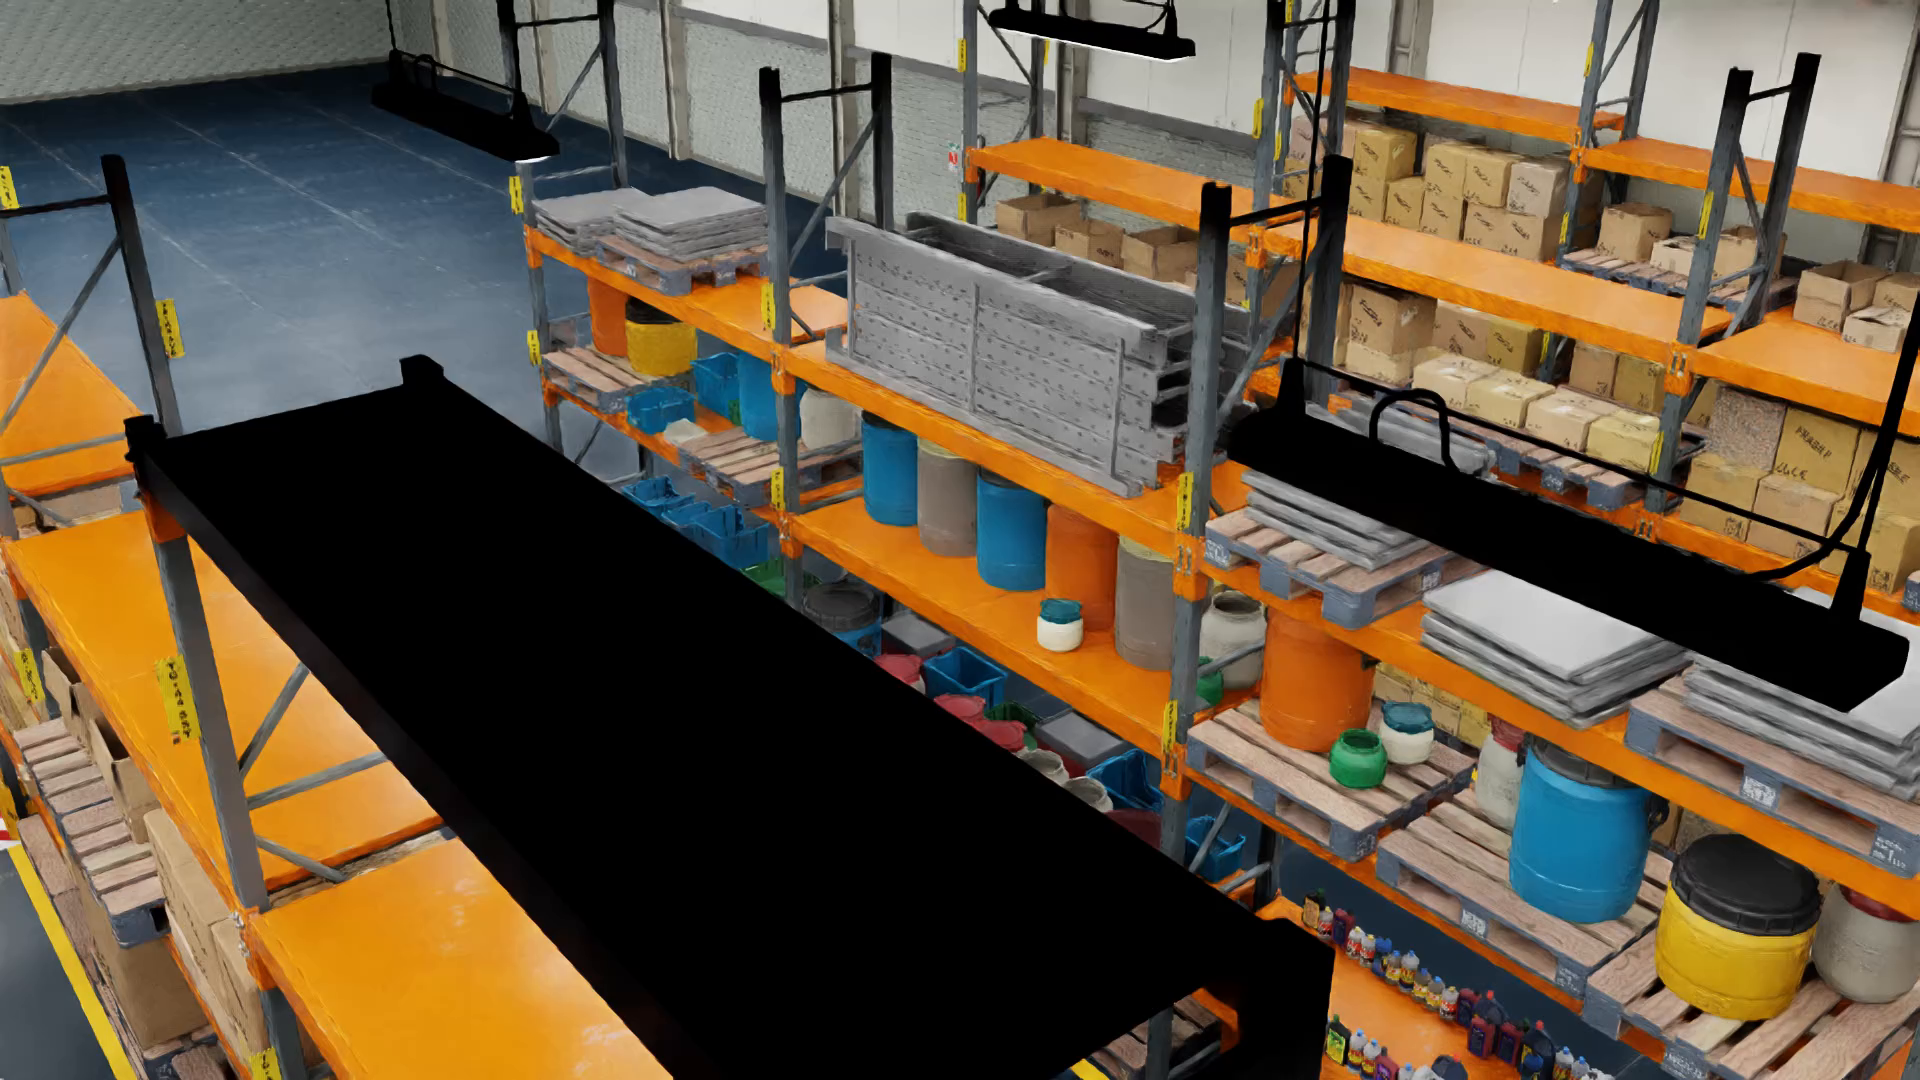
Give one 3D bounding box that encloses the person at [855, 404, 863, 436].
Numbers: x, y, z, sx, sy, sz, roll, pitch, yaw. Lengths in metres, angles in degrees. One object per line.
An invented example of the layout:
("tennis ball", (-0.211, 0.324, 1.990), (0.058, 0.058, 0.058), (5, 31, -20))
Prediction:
("person", (-1.061, -1.490, 19.352), (0.568, 1.722, 0.950), (-10, 28, -20))
